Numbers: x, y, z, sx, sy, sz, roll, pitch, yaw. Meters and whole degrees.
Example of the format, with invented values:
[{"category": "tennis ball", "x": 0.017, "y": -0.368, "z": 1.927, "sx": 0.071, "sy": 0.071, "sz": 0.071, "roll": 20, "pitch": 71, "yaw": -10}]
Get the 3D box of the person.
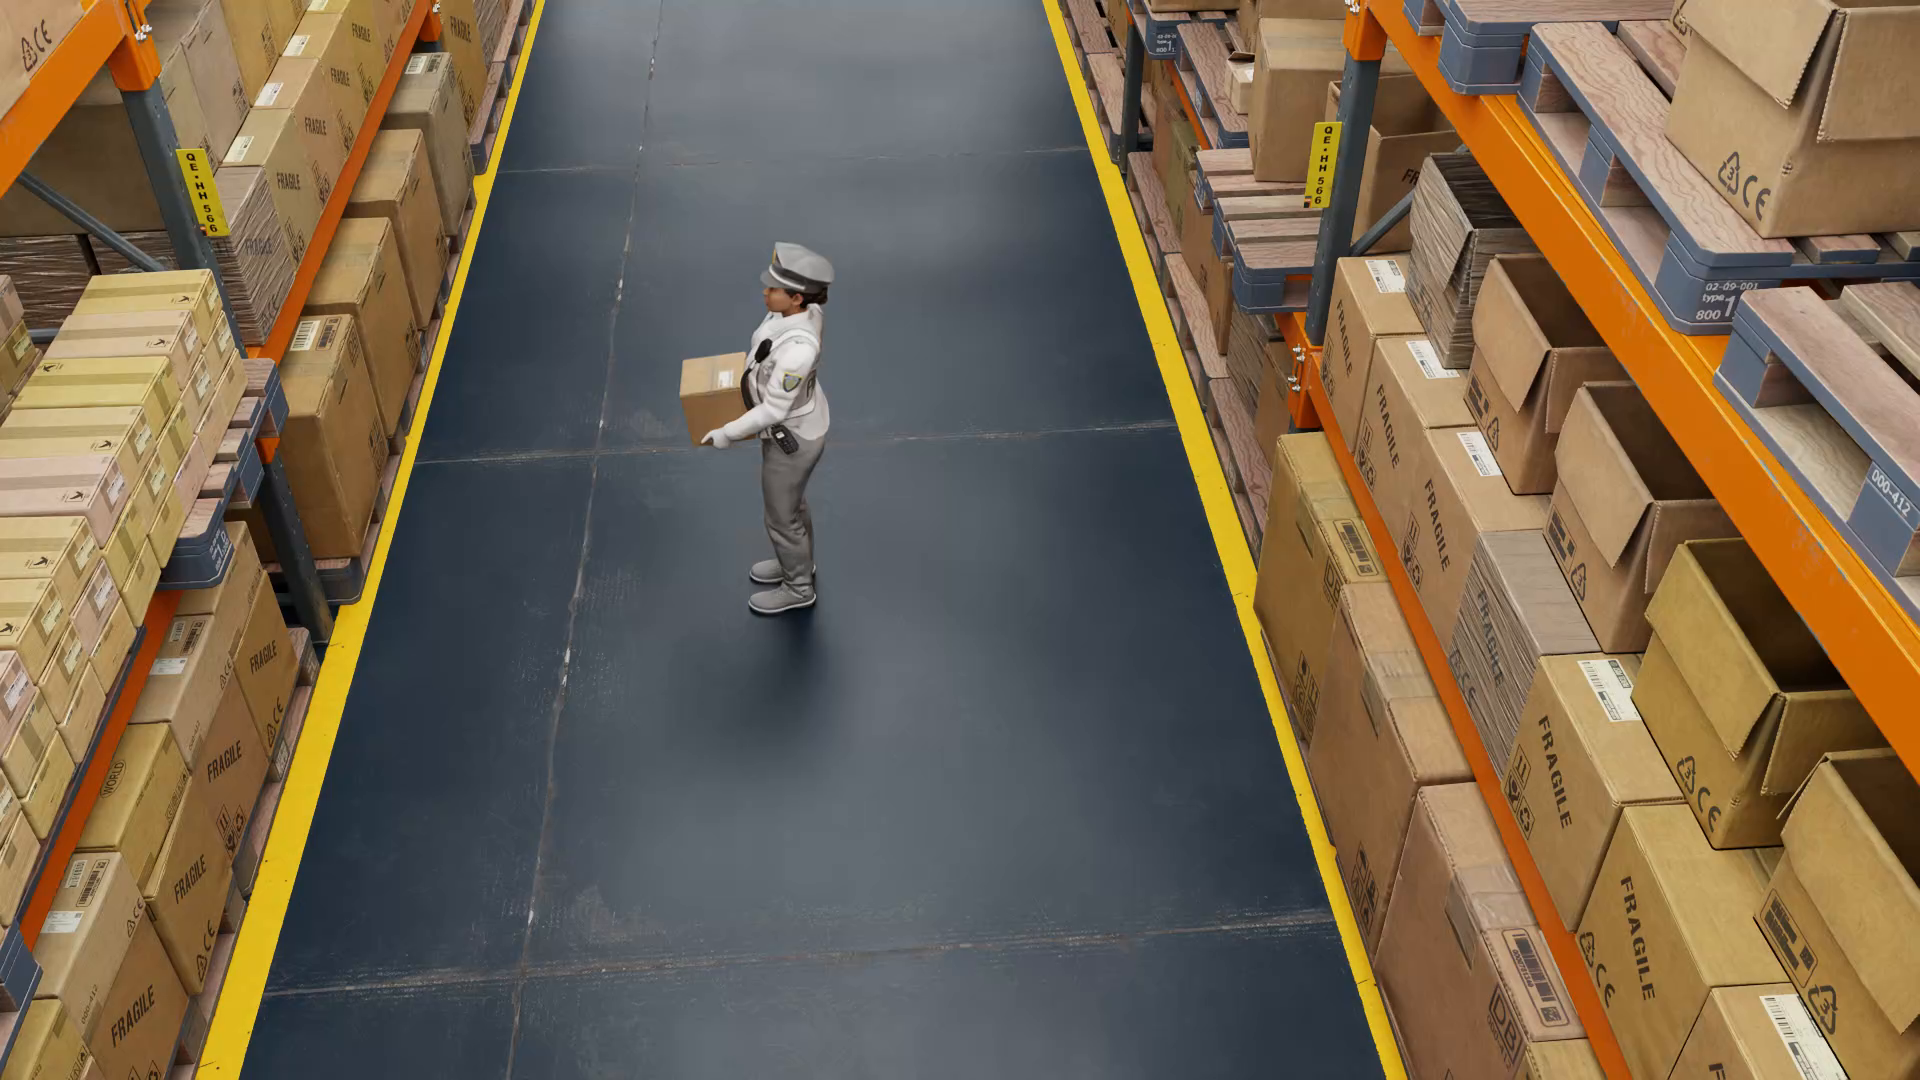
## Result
[{"category": "person", "x": -0.746, "y": -0.436, "z": 6.668, "sx": 0.555, "sy": 1.686, "sz": 0.453, "roll": -3, "pitch": 39, "yaw": -3}]
